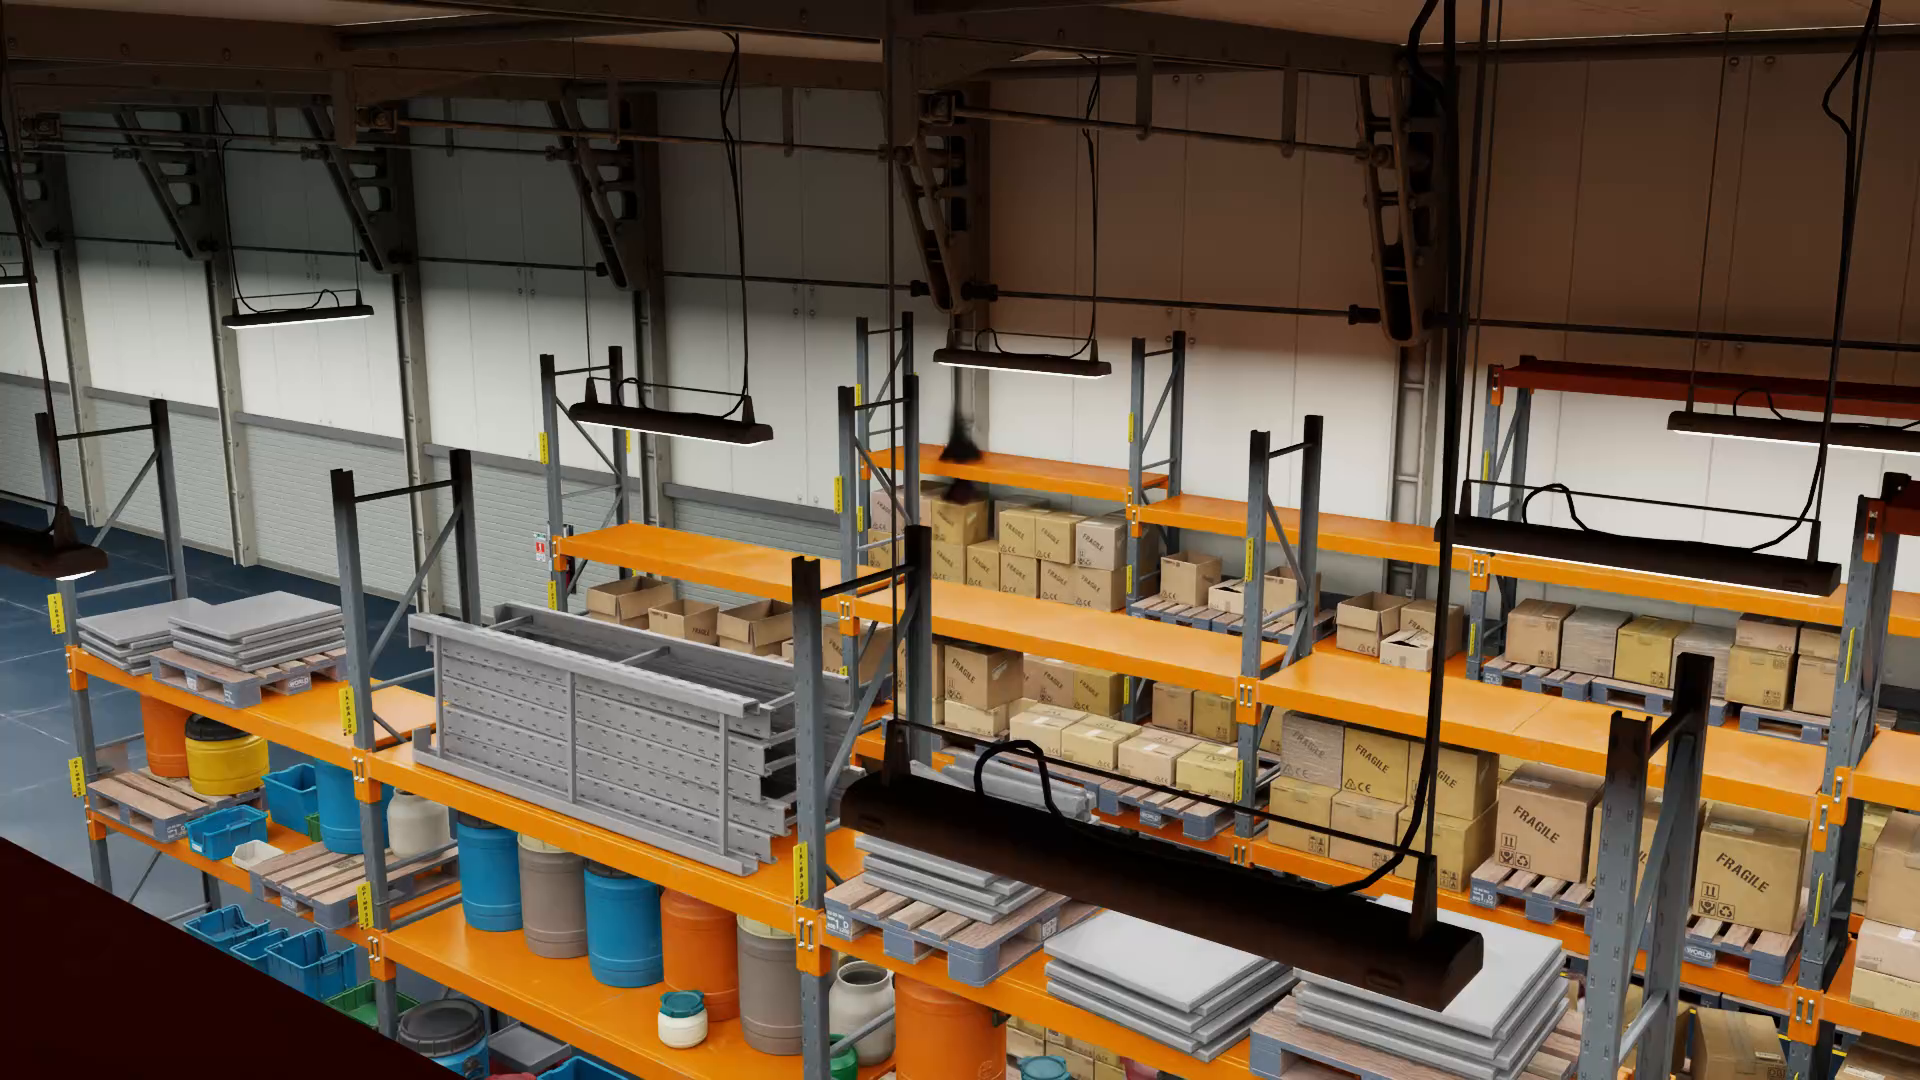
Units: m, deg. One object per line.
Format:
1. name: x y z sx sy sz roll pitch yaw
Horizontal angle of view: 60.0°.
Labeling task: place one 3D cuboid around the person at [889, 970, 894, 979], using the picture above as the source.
1. person: -0.571 4.123 13.294 0.703 1.672 0.647 5 14 20

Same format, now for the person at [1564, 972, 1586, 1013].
1. person: 5.295 4.287 13.584 0.531 1.379 1.050 -10 16 -37
